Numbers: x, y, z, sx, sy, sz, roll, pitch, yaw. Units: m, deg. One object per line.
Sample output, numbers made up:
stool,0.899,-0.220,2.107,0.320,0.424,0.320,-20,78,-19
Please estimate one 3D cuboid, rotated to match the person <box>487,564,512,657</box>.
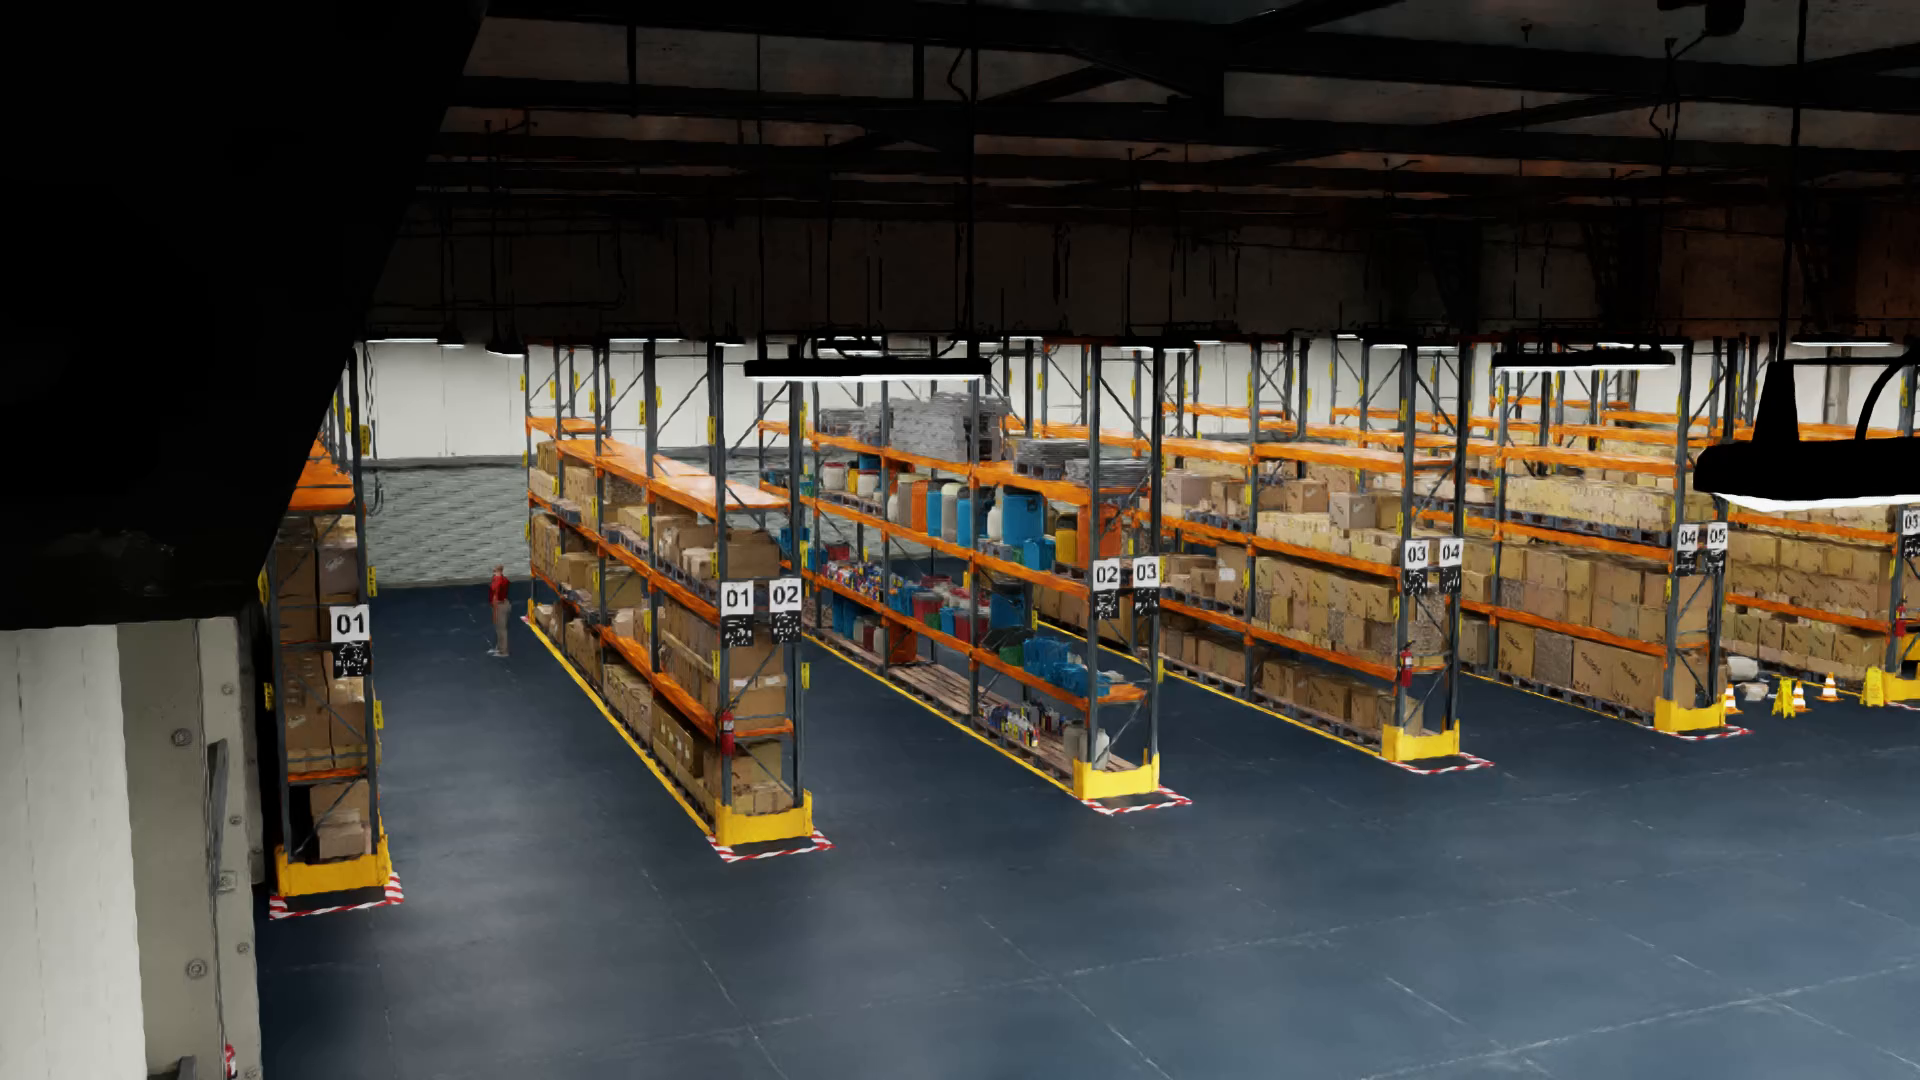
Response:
person,-8.698,1.314,31.255,0.501,1.731,0.588,1,8,7
